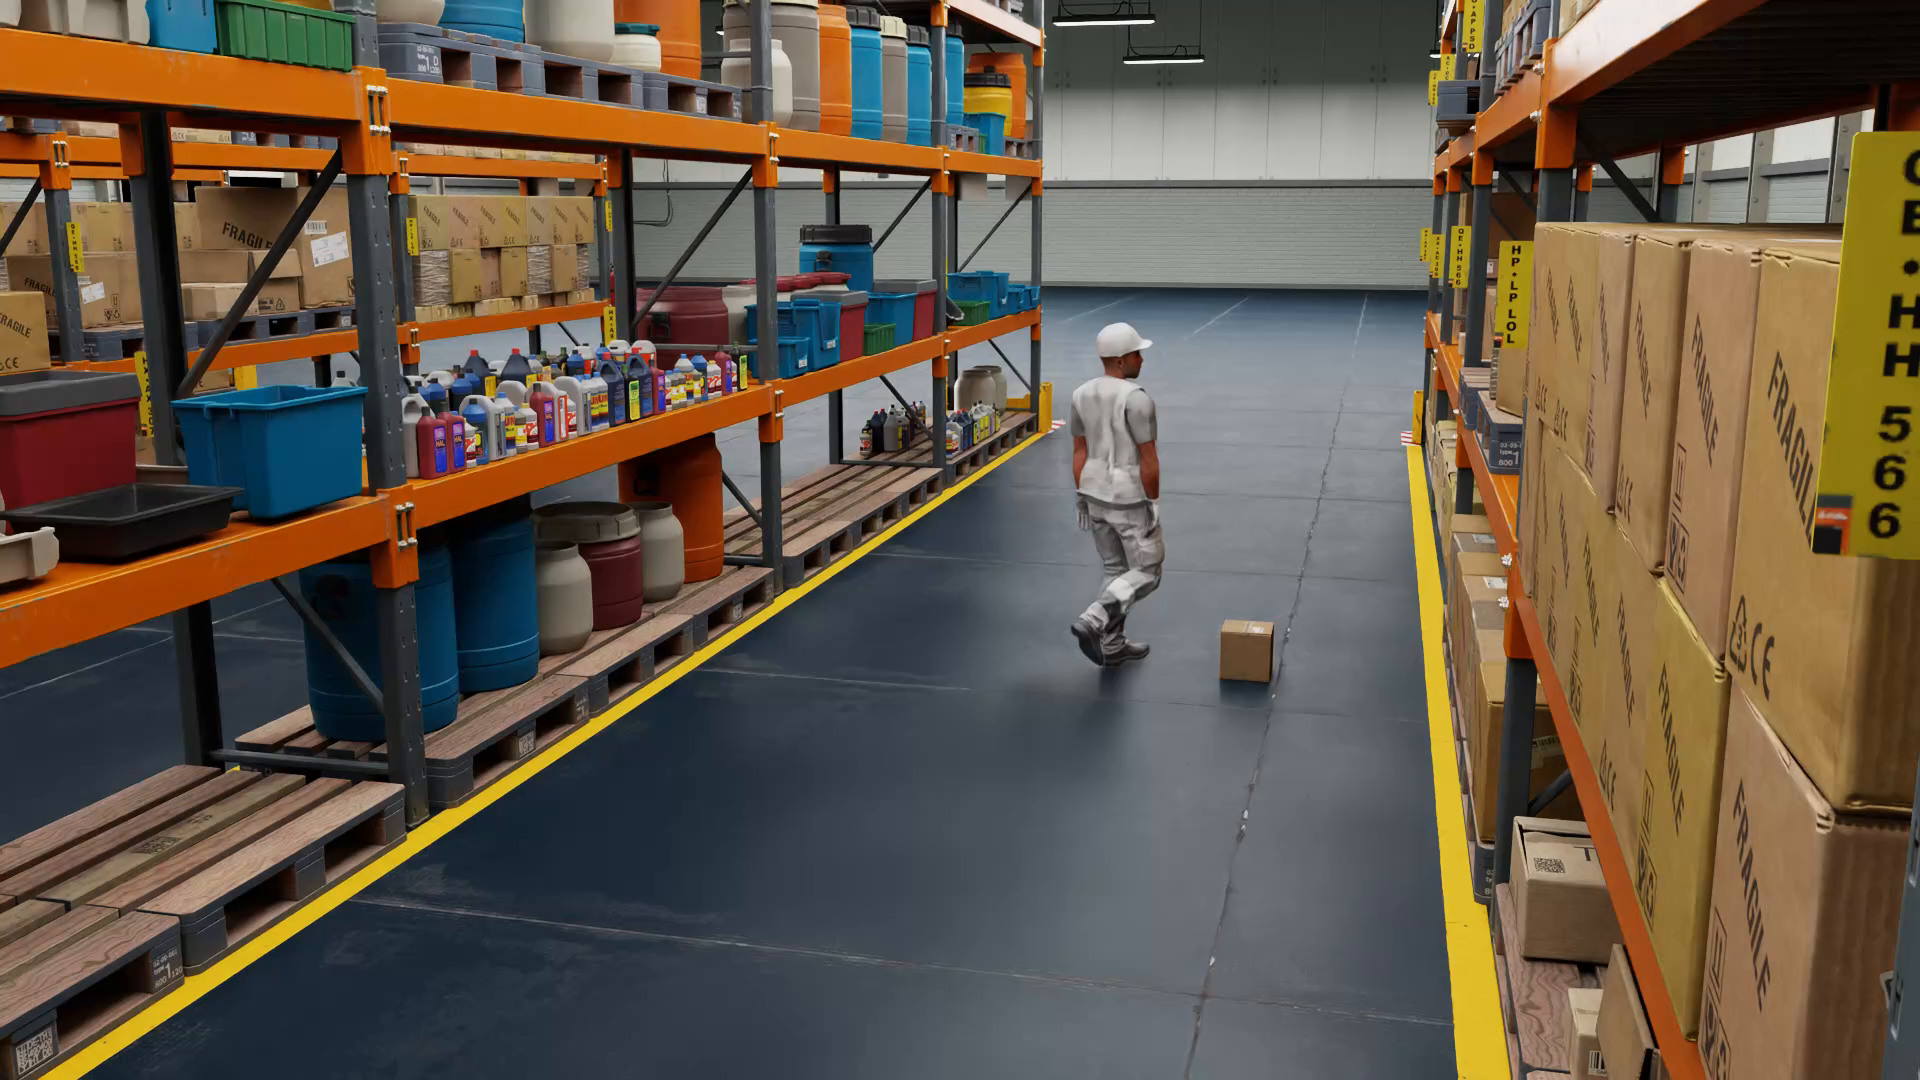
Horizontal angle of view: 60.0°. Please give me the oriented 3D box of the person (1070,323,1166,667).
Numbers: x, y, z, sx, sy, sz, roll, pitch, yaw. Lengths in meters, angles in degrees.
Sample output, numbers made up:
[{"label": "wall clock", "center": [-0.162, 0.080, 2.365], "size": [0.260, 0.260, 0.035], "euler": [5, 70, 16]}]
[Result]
[{"label": "person", "center": [0.776, -0.197, 8.326], "size": [0.709, 1.773, 0.541], "euler": [-10, 15, -40]}]
